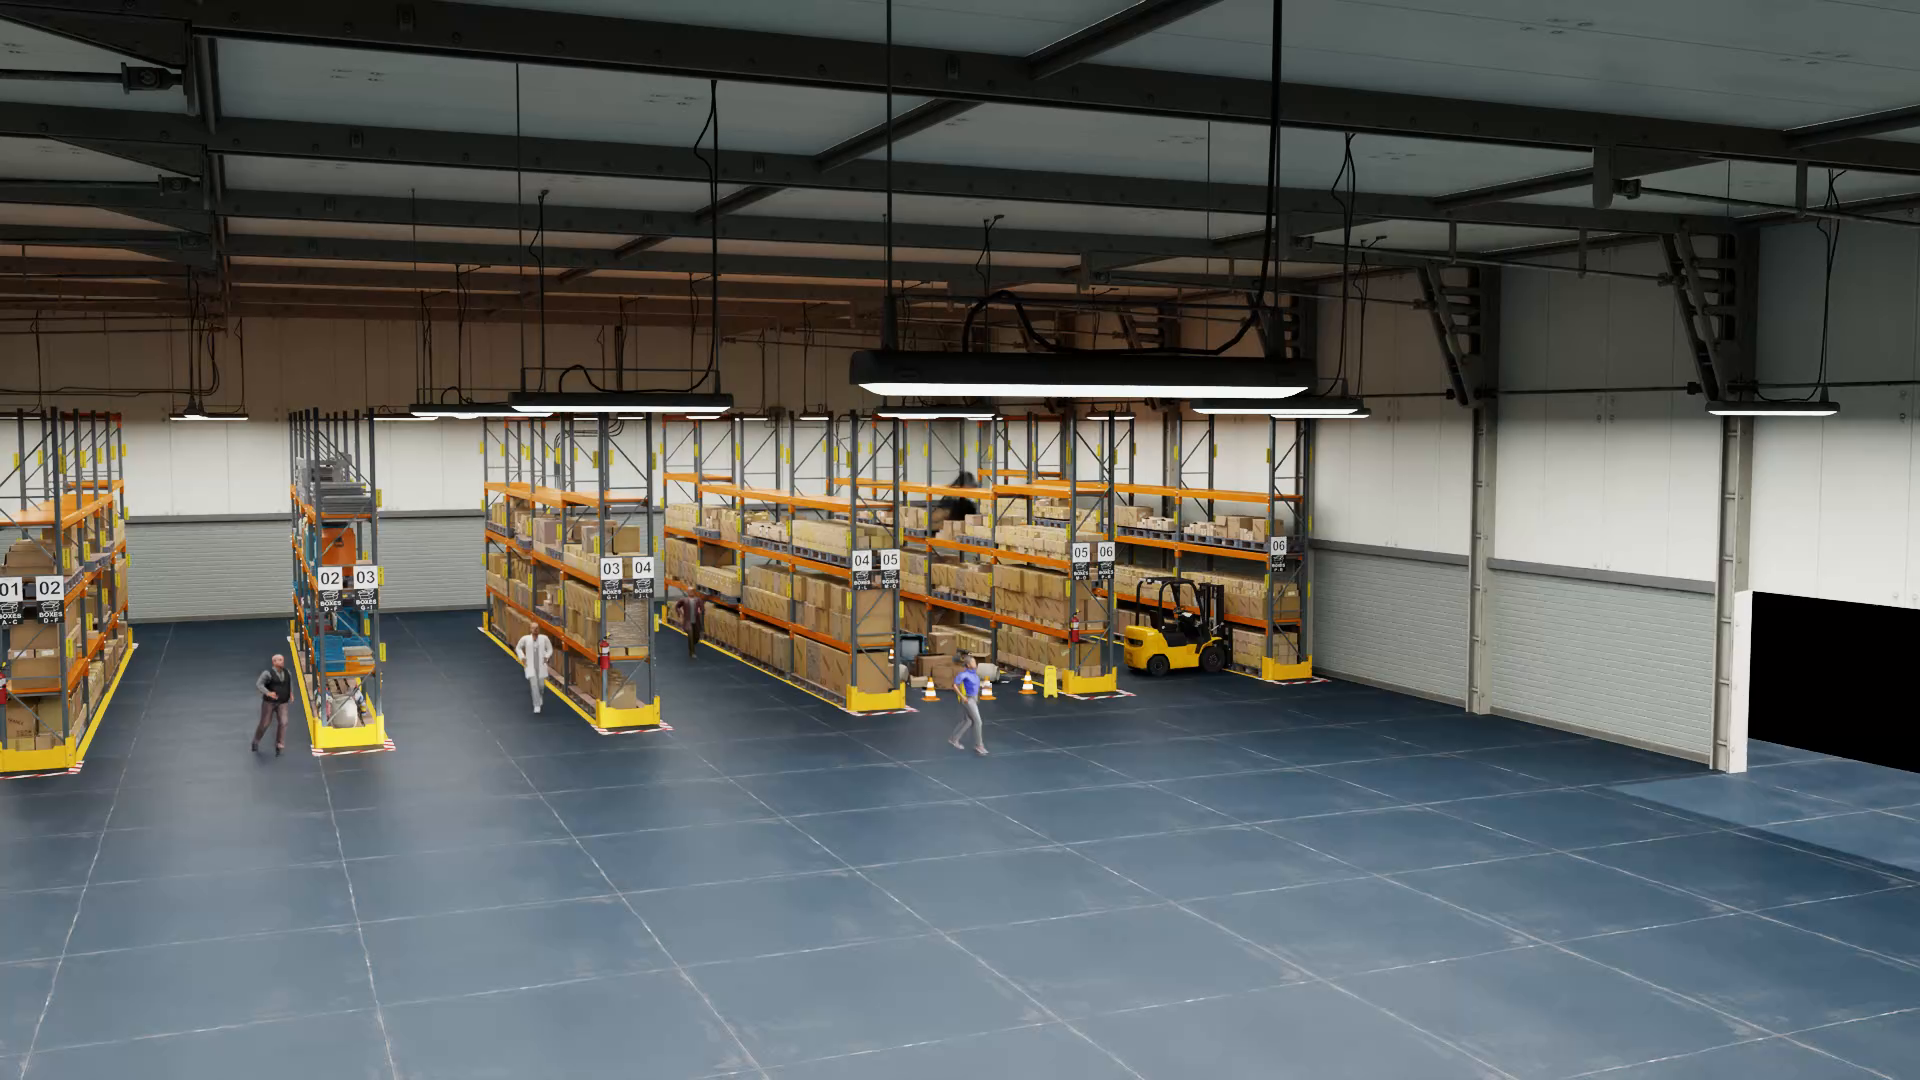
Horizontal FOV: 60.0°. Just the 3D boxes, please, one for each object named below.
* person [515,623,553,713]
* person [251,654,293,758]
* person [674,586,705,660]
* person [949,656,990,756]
[{"bbox_3d":[-8.493,2.523,33.203,0.720,1.761,0.794,-2,4,-21],"label":"person"},{"bbox_3d":[-11.845,2.855,28.825,0.727,1.739,0.843,-4,6,-45],"label":"person"},{"bbox_3d":[-6.561,2.005,40.543,0.719,1.749,0.965,-2,4,-25],"label":"person"},{"bbox_3d":[0.174,2.864,28.865,0.756,1.705,0.560,1,4,17],"label":"person"}]
